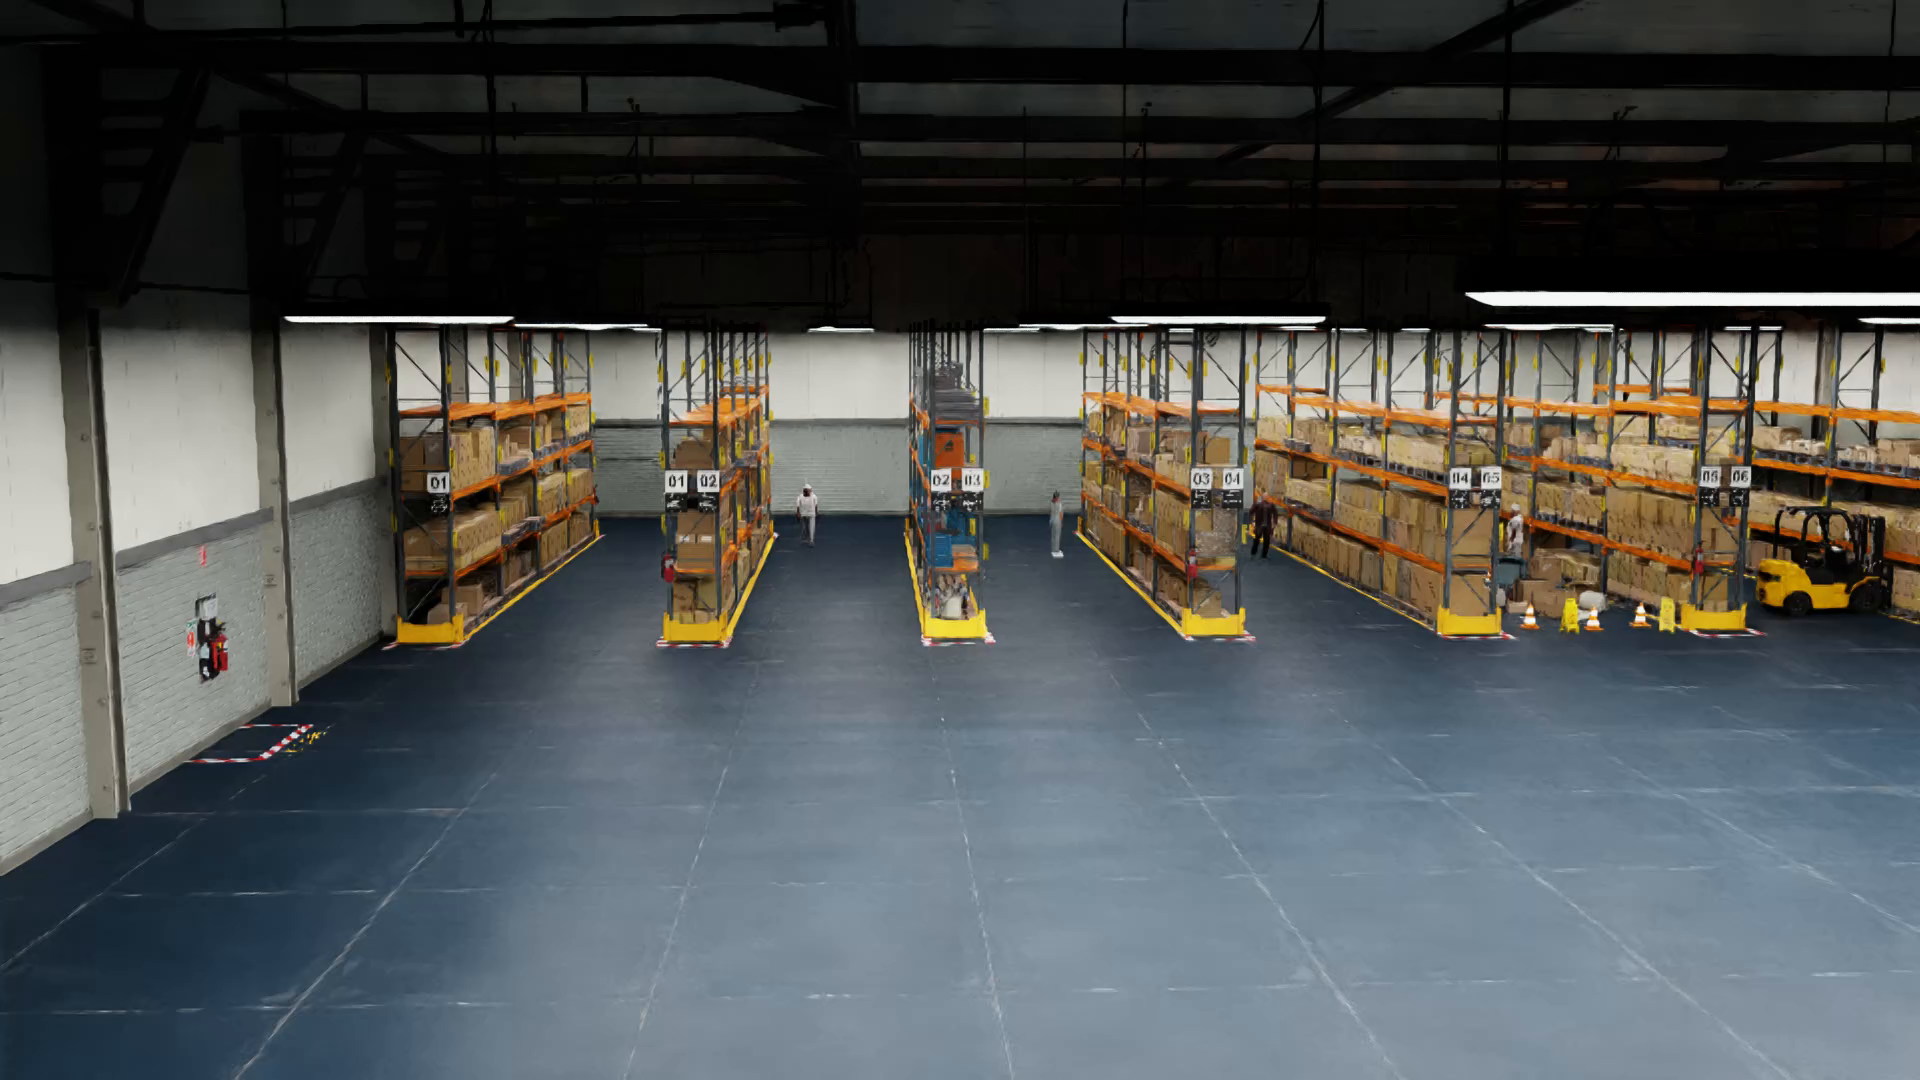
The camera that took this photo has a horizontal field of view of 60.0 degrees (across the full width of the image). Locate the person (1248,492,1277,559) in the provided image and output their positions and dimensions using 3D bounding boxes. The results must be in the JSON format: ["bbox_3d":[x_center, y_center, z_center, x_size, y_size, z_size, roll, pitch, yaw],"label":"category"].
[{"bbox_3d":[7.733,-0.381,42.528,0.729,1.733,0.546,-1,7,-4],"label":"person"}]

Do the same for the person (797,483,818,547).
[{"bbox_3d":[-4.144,-0.694,45.096,0.577,1.691,1.114,0,7,-1],"label":"person"}]

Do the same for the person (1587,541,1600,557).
[{"bbox_3d":[16.054,-0.291,42.218,0.450,1.599,0.467,4,8,26],"label":"person"}]

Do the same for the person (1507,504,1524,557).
[{"bbox_3d":[12.893,0.039,38.753,0.580,1.782,0.665,3,8,26],"label":"person"}]

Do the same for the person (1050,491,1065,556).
[{"bbox_3d":[2.525,-0.436,43.045,0.434,1.673,0.492,-5,8,-33],"label":"person"}]
